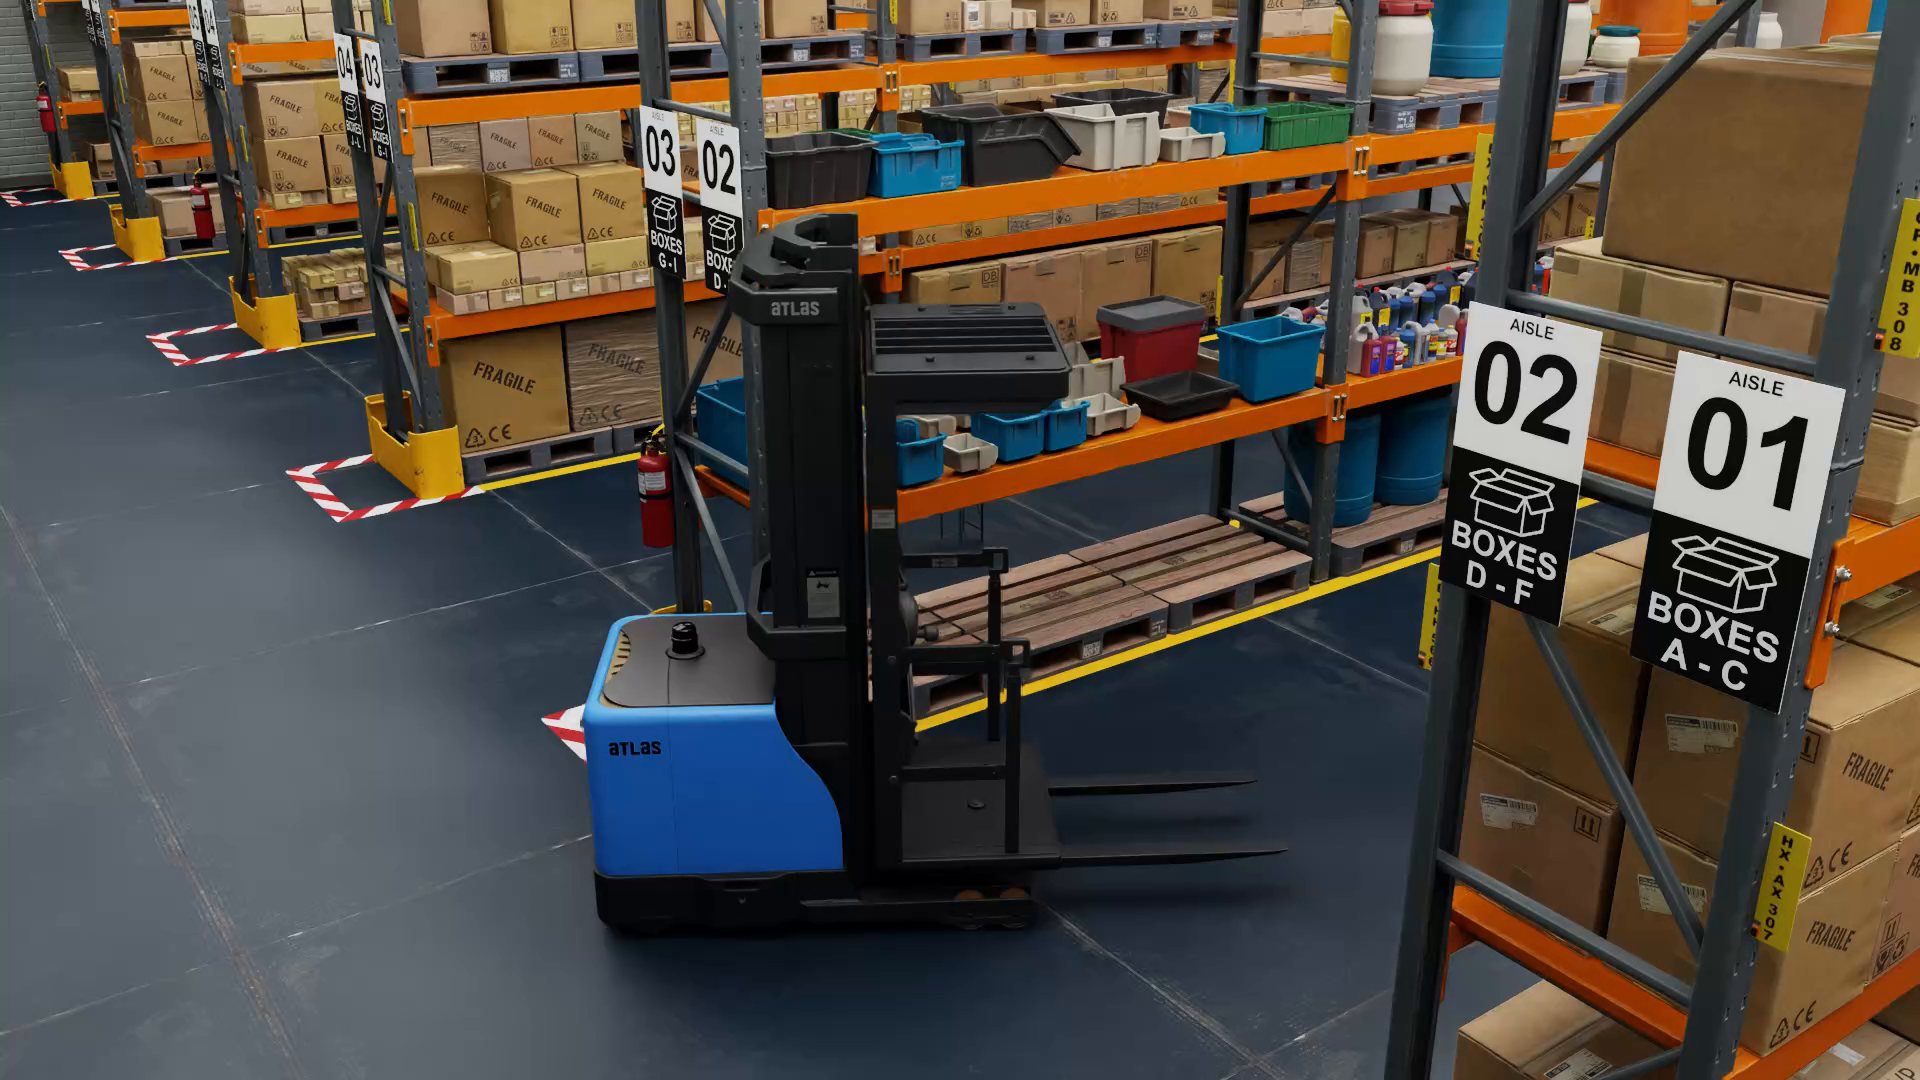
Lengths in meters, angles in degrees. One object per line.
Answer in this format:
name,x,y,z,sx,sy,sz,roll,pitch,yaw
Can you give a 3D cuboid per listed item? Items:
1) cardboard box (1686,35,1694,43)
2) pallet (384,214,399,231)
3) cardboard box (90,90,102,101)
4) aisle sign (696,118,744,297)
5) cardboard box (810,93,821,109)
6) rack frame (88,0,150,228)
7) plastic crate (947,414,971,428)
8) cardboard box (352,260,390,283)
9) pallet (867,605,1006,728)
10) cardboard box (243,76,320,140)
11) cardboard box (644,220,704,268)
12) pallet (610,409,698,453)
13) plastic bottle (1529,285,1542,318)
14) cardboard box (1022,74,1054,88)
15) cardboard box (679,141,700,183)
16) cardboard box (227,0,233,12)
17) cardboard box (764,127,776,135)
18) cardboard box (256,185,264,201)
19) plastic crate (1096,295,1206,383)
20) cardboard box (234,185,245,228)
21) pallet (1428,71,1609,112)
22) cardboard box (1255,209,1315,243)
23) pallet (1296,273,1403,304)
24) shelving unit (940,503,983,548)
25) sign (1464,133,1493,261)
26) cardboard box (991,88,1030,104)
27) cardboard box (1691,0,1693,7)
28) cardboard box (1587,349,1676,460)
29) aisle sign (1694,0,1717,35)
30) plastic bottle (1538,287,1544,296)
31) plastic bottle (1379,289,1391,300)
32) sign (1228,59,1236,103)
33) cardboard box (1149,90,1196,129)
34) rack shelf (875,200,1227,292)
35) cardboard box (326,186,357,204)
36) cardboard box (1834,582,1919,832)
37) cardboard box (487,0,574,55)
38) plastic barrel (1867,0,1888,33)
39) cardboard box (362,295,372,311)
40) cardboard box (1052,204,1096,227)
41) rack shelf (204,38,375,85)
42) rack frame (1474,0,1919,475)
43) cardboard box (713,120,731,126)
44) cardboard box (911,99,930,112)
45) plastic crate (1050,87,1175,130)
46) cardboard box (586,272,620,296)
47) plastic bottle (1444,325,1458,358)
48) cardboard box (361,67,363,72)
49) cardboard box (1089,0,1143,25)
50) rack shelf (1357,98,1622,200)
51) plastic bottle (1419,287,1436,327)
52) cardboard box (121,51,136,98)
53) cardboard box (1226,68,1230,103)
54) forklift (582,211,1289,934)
cardboard box,8.585,-5.813,20.032,0.500,0.500,0.500,-15,26,-33
pallet,-7.305,-4.306,21.901,1.213,0.211,1.003,-15,26,-33
cardboard box,-12.184,-6.309,23.499,0.250,0.149,0.380,-14,26,-32
aisle sign,-1.093,-1.507,7.618,0.004,0.787,0.394,-15,26,-33
cardboard box,-1.603,-4.972,18.778,0.250,0.149,0.380,-13,25,-30
rack frame,-9.889,-4.876,19.568,0.127,3.000,1.000,-15,26,-33
plastic crate,0.033,-0.737,9.470,0.250,0.136,0.298,-15,26,-33
cardboard box,-5.859,-2.679,16.540,0.250,0.149,0.380,-15,26,-33
pallet,-0.516,0.724,9.298,1.213,0.211,1.003,-15,26,-33
cardboard box,-6.396,-4.075,15.676,0.500,0.500,0.500,-15,26,-33
cardboard box,-2.305,-2.322,12.970,0.500,0.250,0.500,-16,27,-34
pallet,-2.508,-1.059,13.764,1.213,0.211,1.003,-15,26,-33
plastic bottle,3.867,-1.559,11.323,0.185,0.351,0.144,-15,26,-33
cardboard box,0.773,-5.967,20.818,0.500,0.500,0.700,-15,26,-34
cardboard box,-2.216,-2.932,13.486,0.500,0.500,0.500,-16,27,-34
cardboard box,-6.690,-5.141,15.712,0.500,0.250,0.500,-16,27,-34
cardboard box,-2.243,-4.524,18.458,0.250,0.149,0.380,-16,27,-35
cardboard box,-6.816,-3.448,16.328,0.250,0.149,0.380,-15,26,-33
plastic crate,1.167,-1.210,10.214,0.583,0.464,0.402,-15,26,-33
cardboard box,-8.673,-4.255,20.902,0.875,0.438,0.875,-14,26,-31
pallet,3.537,-3.021,11.128,1.213,0.211,1.003,-15,26,-33
cardboard box,3.344,-3.290,17.361,0.500,0.250,0.500,-12,25,-27
pallet,4.018,-2.762,18.034,1.213,0.211,1.003,-15,26,-33
shelving unit,0.012,-0.560,11.182,0.189,1.200,0.258,-15,26,-33
sign,1.374,-0.889,4.335,0.005,0.325,0.100,-15,26,-33
cardboard box,0.511,-5.314,20.530,0.500,0.500,0.500,-15,26,-33
cardboard box,8.240,-6.392,19.522,0.500,0.250,0.500,-15,26,-33
cardboard box,1.944,-0.427,4.575,0.500,0.250,0.500,-15,26,-33
aisle sign,9.112,-6.488,20.101,0.004,0.787,0.394,-15,26,-33
plastic bottle,4.044,-1.622,11.571,0.133,0.283,0.061,-15,26,-33
plastic bottle,2.876,-1.583,11.485,0.135,0.276,0.152,-15,26,-33
sign,1.719,-2.833,10.391,0.005,0.325,0.100,-15,26,-33
cardboard box,1.790,-3.985,15.848,0.637,0.503,0.797,-14,26,-31
rack shelf,0.769,-2.859,15.485,4.000,0.370,1.077,-15,26,-33
cardboard box,-6.029,-3.373,16.141,0.250,0.149,0.380,-16,27,-34
cardboard box,2.616,0.444,4.754,0.500,0.500,0.500,-15,26,-32
cardboard box,-3.183,-3.790,11.963,0.500,0.500,0.700,-16,27,-35
plastic barrel,7.185,-4.169,13.074,0.708,0.901,0.600,-15,26,-33
cardboard box,-5.941,-2.434,16.728,0.250,0.149,0.380,-15,26,-32
cardboard box,0.896,-3.162,15.138,0.500,0.500,0.500,-14,26,-32
rack shelf,-5.292,-4.901,16.553,4.000,0.370,1.077,-15,26,-33
rack frame,1.681,-1.700,3.514,0.127,3.000,1.000,-15,26,-33
cardboard box,-2.662,-4.551,18.124,0.250,0.149,0.380,-14,26,-32
cardboard box,-0.557,-5.113,19.533,0.250,0.149,0.380,-14,26,-32
plastic crate,0.870,-2.416,9.534,0.590,0.269,0.497,-15,26,-33
cardboard box,-2.787,-1.978,12.646,0.250,0.149,0.380,-16,27,-34
plastic bottle,3.202,-1.302,10.879,0.097,0.201,0.097,0,22,0
cardboard box,-5.861,-4.456,16.632,0.500,0.500,0.500,-13,25,-30
cardboard box,1.291,-4.894,14.864,0.500,0.500,0.500,-13,25,-30
rack shelf,3.662,-2.762,11.195,4.000,0.370,1.077,-15,26,-33
plastic bottle,3.261,-1.627,11.600,0.097,0.271,0.097,0,22,0
cardboard box,-9.636,-5.563,19.806,0.500,0.500,0.500,-14,26,-31
cardboard box,3.551,-6.285,22.897,0.550,0.550,0.875,-15,26,-33
forklift,-0.074,0.125,7.127,3.031,2.935,1.130,-1,22,-3
